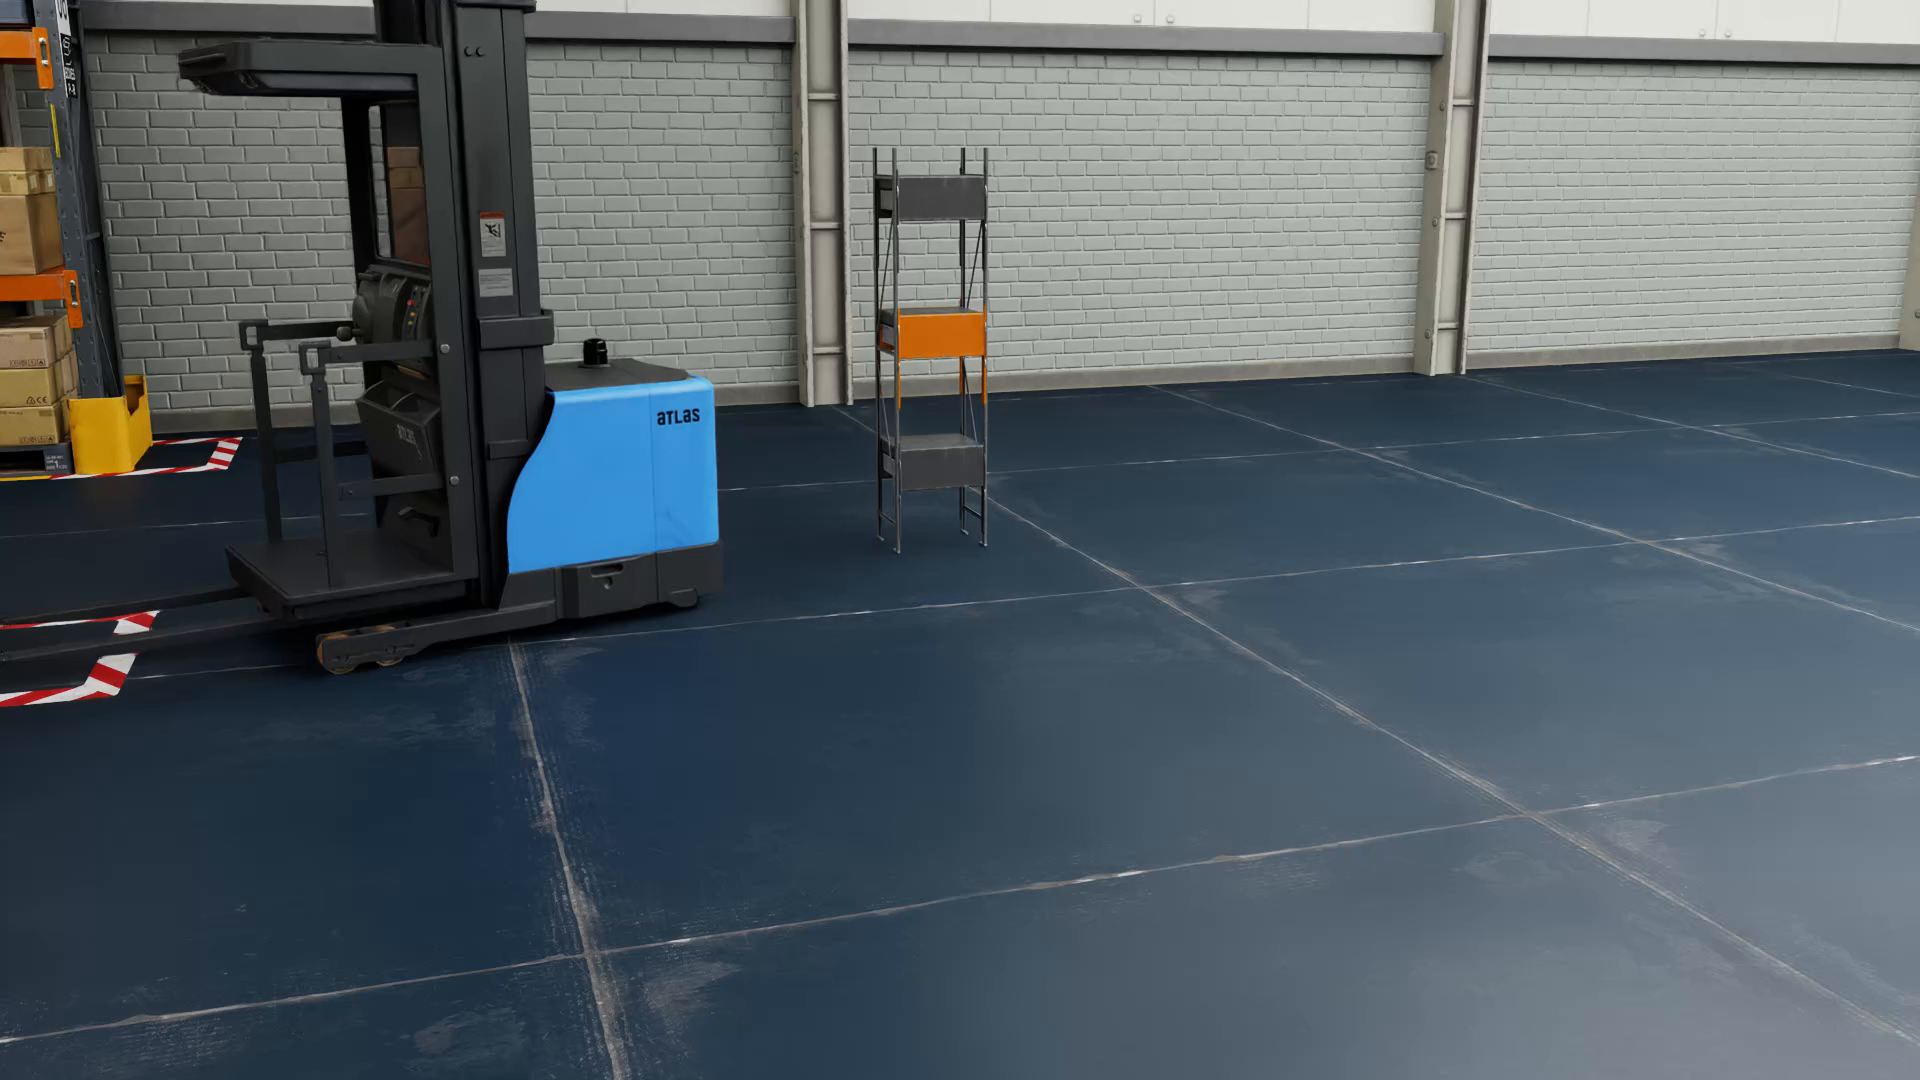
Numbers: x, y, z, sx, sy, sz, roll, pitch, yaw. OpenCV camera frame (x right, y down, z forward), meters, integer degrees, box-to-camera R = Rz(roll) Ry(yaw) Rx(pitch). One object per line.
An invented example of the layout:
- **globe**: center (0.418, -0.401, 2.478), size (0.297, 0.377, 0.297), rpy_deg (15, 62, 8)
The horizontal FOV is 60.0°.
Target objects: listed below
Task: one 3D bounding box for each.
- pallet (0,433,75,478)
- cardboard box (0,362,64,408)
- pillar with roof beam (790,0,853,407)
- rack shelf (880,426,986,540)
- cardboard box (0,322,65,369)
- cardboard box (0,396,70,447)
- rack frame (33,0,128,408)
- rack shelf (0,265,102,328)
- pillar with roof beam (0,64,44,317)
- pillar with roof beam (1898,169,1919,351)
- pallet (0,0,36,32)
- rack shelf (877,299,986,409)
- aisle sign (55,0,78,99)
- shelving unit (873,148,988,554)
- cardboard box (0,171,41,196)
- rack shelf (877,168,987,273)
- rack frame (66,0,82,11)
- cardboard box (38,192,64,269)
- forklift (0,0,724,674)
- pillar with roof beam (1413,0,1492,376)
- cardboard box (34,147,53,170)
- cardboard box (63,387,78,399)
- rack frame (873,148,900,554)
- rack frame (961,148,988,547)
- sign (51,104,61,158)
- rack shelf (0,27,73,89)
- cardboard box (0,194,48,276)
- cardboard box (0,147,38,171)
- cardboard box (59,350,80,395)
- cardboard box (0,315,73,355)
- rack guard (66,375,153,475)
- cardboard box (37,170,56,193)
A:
- **pallet**: center (-6.578, -0.600, 11.207), size (1.213, 0.211, 1.003), rpy_deg (-4, 14, -18)
- **cardboard box**: center (-6.228, -1.027, 10.933), size (0.500, 0.250, 0.500), rpy_deg (-5, 14, -19)
- **pillar with roof beam**: center (0.246, -4.585, 8.973), size (0.400, 9.000, 9.100), rpy_deg (-4, 14, -18)
- **rack shelf**: center (-0.157, -0.315, 9.014), size (0.480, 0.518, 0.431), rpy_deg (-4, 14, -18)
- **cardboard box**: center (-6.203, -1.272, 10.883), size (0.500, 0.250, 0.500), rpy_deg (-4, 14, -16)
- **cardboard box**: center (-6.211, -0.784, 10.993), size (0.500, 0.250, 0.500), rpy_deg (-4, 14, -18)
- **rack frame**: center (-5.866, -2.022, 11.160), size (0.127, 3.000, 1.000), rpy_deg (-4, 14, -18)
- **rack shelf**: center (-7.762, -1.524, 10.623), size (4.000, 0.370, 1.077), rpy_deg (-4, 14, -18)
- **pillar with roof beam**: center (-5.441, -4.142, 7.111), size (0.400, 9.000, 9.100), rpy_deg (-4, 14, -18)
- **pillar with roof beam**: center (11.619, -5.471, 12.696), size (0.400, 9.000, 9.100), rpy_deg (-4, 14, -18)
- **pallet**: center (-6.545, -3.391, 10.628), size (1.213, 0.211, 1.003), rpy_deg (-4, 14, -18)
- **rack shelf**: center (-0.157, -0.996, 8.852), size (0.480, 0.518, 0.431), rpy_deg (-4, 14, -18)
- **aisle sign**: center (-5.710, -3.227, 10.609), size (0.004, 0.787, 0.394), rpy_deg (-4, 14, -18)
- **shelving unit**: center (-0.157, -1.009, 8.848), size (0.503, 2.100, 0.431), rpy_deg (-4, 14, -18)
- **cardboard box**: center (-6.106, -2.299, 10.707), size (0.250, 0.149, 0.380), rpy_deg (-4, 14, -17)
- **rack shelf**: center (-0.157, -1.677, 8.690), size (0.480, 0.518, 0.431), rpy_deg (-4, 14, -18)
- **rack frame**: center (-5.866, -4.940, 10.466), size (0.127, 3.000, 1.000), rpy_deg (-4, 14, -18)
- **cardboard box**: center (-6.425, -2.095, 11.251), size (0.500, 0.500, 0.500), rpy_deg (-4, 14, -16)
- **forklift**: center (-2.613, -1.013, 7.068), size (3.031, 2.935, 1.130), rpy_deg (-9, 16, -34)
- **pillar with roof beam**: center (5.933, -5.028, 10.835), size (0.400, 9.000, 9.100), rpy_deg (-4, 14, -18)
- **cardboard box**: center (-6.253, -2.553, 11.132), size (0.250, 0.149, 0.380), rpy_deg (-5, 14, -19)
- **cardboard box**: center (-6.394, -0.895, 11.458), size (0.500, 0.250, 0.500), rpy_deg (-4, 14, -18)
- **rack frame**: center (-0.388, -0.991, 8.773), size (0.015, 2.100, 0.400), rpy_deg (-4, 14, -18)
- **rack frame**: center (0.074, -1.027, 8.924), size (0.015, 2.100, 0.400), rpy_deg (-4, 14, -18)
- **sign**: center (-5.707, -2.580, 10.494), size (0.005, 0.325, 0.100), rpy_deg (-4, 14, -18)
- **rack shelf**: center (-7.762, -2.983, 10.276), size (4.000, 0.370, 1.077), rpy_deg (-4, 14, -18)
- **cardboard box**: center (-6.249, -1.976, 10.754), size (0.500, 0.500, 0.500), rpy_deg (-5, 14, -19)
- **cardboard box**: center (-6.139, -2.458, 10.734), size (0.250, 0.149, 0.380), rpy_deg (-4, 14, -18)
- **cardboard box**: center (-6.378, -1.142, 11.417), size (0.500, 0.250, 0.500), rpy_deg (-4, 14, -17)
- **cardboard box**: center (-6.382, -1.381, 11.339), size (0.500, 0.250, 0.500), rpy_deg (-5, 14, -19)
- **rack guard**: center (-5.844, -0.807, 11.457), size (0.348, 0.500, 1.175), rpy_deg (-4, 14, -18)
- **cardboard box**: center (-6.271, -2.418, 11.207), size (0.250, 0.149, 0.380), rpy_deg (-5, 14, -20)
